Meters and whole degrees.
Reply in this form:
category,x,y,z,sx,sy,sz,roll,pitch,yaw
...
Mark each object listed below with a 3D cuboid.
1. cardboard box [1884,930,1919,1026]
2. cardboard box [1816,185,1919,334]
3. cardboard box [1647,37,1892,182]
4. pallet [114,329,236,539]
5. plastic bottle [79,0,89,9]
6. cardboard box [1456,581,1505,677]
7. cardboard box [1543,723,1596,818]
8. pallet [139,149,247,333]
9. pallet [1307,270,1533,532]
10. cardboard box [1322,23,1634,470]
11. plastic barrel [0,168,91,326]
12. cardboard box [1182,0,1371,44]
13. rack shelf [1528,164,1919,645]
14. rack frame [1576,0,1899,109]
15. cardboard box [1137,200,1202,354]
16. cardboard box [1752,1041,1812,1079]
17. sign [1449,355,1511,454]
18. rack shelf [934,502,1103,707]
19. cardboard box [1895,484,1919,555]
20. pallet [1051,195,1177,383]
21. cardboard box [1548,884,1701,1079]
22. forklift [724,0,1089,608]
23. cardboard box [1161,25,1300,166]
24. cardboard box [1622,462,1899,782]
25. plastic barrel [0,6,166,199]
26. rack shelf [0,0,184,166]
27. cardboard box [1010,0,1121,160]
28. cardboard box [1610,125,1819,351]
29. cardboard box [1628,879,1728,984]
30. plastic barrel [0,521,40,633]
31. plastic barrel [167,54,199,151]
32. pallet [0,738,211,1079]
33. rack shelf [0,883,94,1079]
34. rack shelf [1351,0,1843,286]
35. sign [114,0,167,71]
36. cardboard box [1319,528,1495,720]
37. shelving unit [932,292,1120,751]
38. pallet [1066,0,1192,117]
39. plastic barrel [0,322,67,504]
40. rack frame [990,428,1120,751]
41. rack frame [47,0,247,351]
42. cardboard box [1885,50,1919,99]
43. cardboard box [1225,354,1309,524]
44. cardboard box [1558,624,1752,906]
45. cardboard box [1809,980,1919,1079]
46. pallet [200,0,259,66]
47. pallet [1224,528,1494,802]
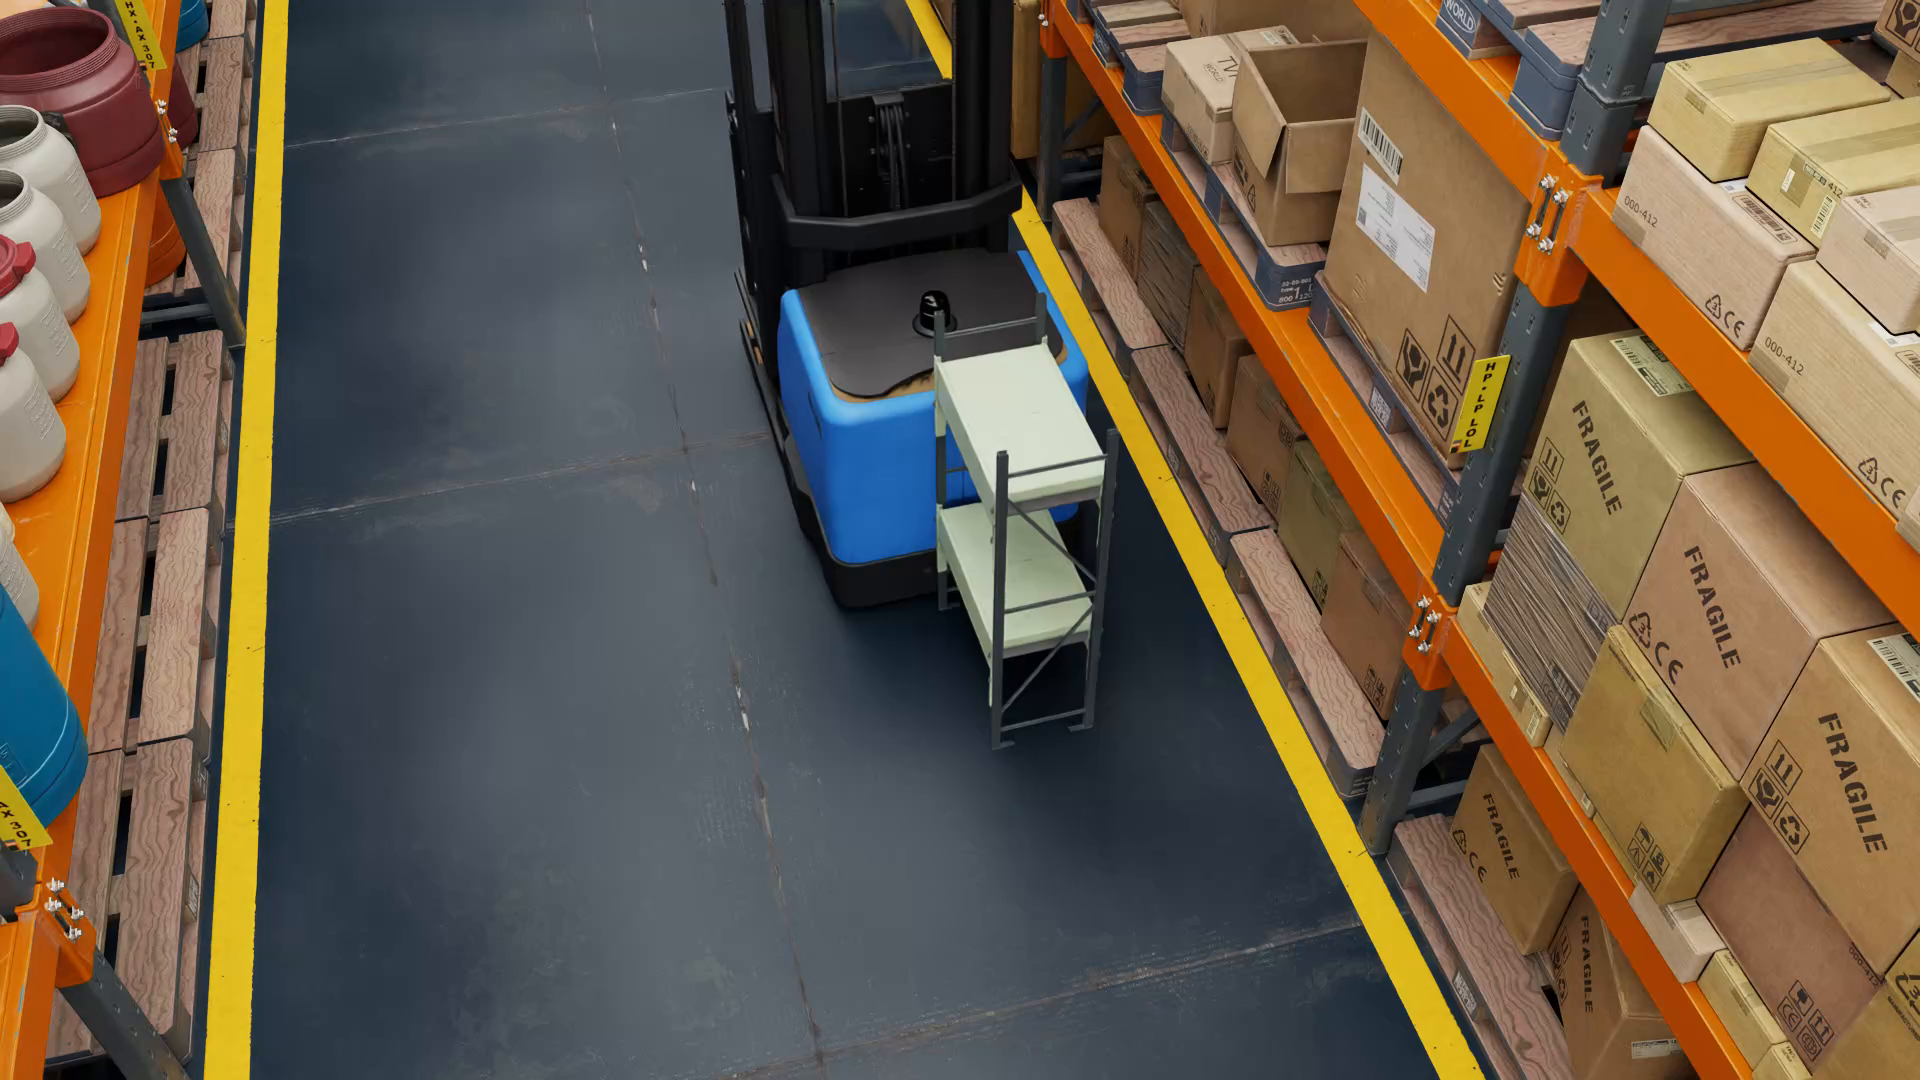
category,x,y,z,sx,sy,sz,roll,pitch,yaw
cardboard box,2.188,0.844,3.095,0.500,0.500,0.500,-11,47,-10
cardboard box,1.891,-0.551,3.166,0.380,0.149,0.250,-10,46,-10
cardboard box,1.708,-0.914,3.522,0.380,0.149,0.250,-12,47,-11
pallet,-3.728,-0.396,7.241,1.003,0.211,1.213,-11,47,-10
plastic bottle,-3.688,-2.228,7.171,0.152,0.276,0.135,-11,47,-10
cardboard box,1.687,0.234,4.847,0.380,0.149,0.250,-11,47,-10
cardboard box,1.829,0.576,4.512,0.380,0.149,0.250,-11,47,-10
pallet,-4.131,-1.474,8.298,1.003,0.211,1.213,-11,47,-10
pallet,1.868,-0.545,5.569,1.003,0.211,1.213,-11,47,-10
cardboard box,1.855,-0.989,5.156,1.000,1.000,1.000,-10,46,-10
plastic barrel,-3.312,-0.991,5.793,0.421,0.512,0.421,0,46,0
cardboard box,1.315,-2.269,6.760,0.700,0.500,0.500,-4,46,-4
rack shelf,2.435,0.525,2.790,1.077,0.370,4.000,-11,47,-10
rack frame,1.923,-2.158,2.814,1.000,3.000,0.127,-11,47,-10
cardboard box,1.244,-1.259,7.576,0.700,0.500,0.500,-14,47,-14
cardboard box,2.084,1.267,3.835,0.380,0.149,0.250,-11,47,-10
sign,1.387,-0.359,4.442,0.100,0.325,0.005,-11,47,-10
rack shelf,0.207,0.195,6.216,0.431,0.370,0.720,-12,47,-11
cardboard box,2.047,0.012,2.894,0.500,0.250,0.500,-12,47,-12
pallet,1.097,-1.304,8.130,1.003,0.211,1.213,-11,47,-10
cardboard box,2.140,1.348,5.036,0.500,0.500,0.500,3,46,2
forklift,-0.403,-1.830,6.742,1.130,2.935,3.031,-12,47,-11
cardboard box,1.105,-1.715,6.392,0.500,0.250,0.500,-12,47,-11
cardboard box,1.922,0.155,3.770,0.500,0.500,0.500,-11,47,-10
plastic barrel,-3.478,-1.696,6.468,0.600,0.536,0.708,-11,47,-10
rack shelf,-4.401,-3.043,8.386,1.077,0.370,4.000,-11,47,-10
cardboard box,0.742,-2.703,8.743,1.225,0.875,0.875,-13,47,-12
cardboard box,1.790,-0.698,3.589,0.500,0.250,0.500,-12,47,-12
cardboard box,1.927,0.927,4.168,0.380,0.149,0.250,-11,47,-10
plastic barrel,-2.898,0.100,4.708,0.433,0.535,0.433,0,46,0
plastic barrel,-4.320,-2.331,8.579,0.600,0.588,0.708,-11,47,-10
pallet,-3.104,1.289,5.590,1.003,0.211,1.213,-11,47,-10
rack shelf,-2.353,2.480,2.973,1.077,0.370,4.000,-11,47,-10
rack shelf,1.411,-2.237,5.496,1.077,0.370,4.000,-11,47,-10
sign,-3.359,-2.076,6.821,0.100,0.325,0.005,-11,47,-10
cardboard box,1.786,0.235,6.112,0.700,0.500,0.500,-14,47,-13
shelving unit,0.207,-0.033,5.983,0.431,1.500,0.755,-12,47,-11
pallet,1.184,-2.280,7.269,1.213,0.211,1.003,-11,47,-10
plastic barrel,-3.086,-0.407,5.204,0.433,0.535,0.433,0,46,0
rack frame,0.308,0.218,5.737,0.400,1.500,0.023,-12,47,-11
rack frame,-3.889,-1.914,6.776,1.000,3.000,0.127,-11,47,-10
cardboard box,2.285,-1.023,3.629,0.380,0.149,0.250,-9,46,-9
cardboard box,1.539,-0.484,6.817,0.700,0.500,0.500,-14,47,-14
cardboard box,2.072,0.477,4.155,0.875,0.500,0.500,-11,47,-10
cardboard box,2.385,1.156,3.489,0.875,0.500,0.500,-11,47,-10
pallet,-4.756,-3.159,9.949,1.003,0.211,1.213,-11,47,-10
pallet,1.722,0.381,6.480,1.003,0.211,1.213,-11,47,-10
